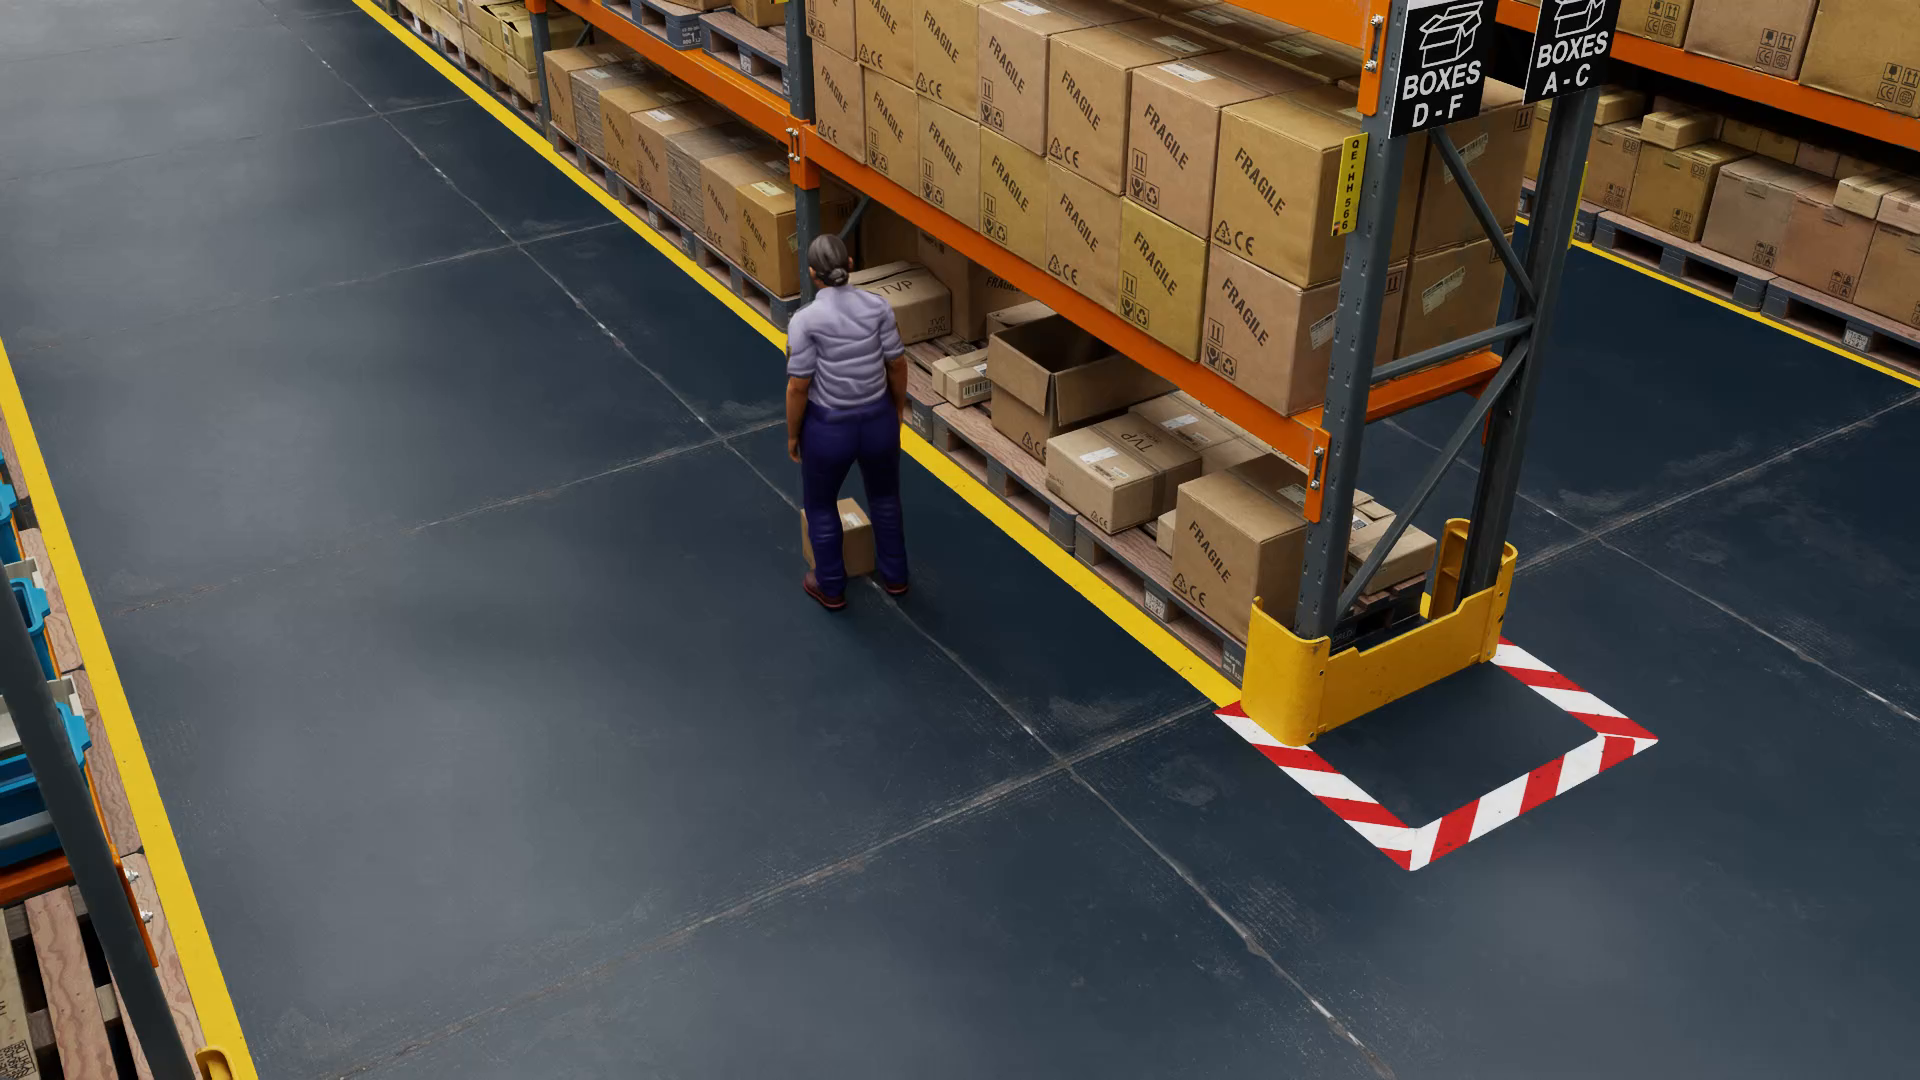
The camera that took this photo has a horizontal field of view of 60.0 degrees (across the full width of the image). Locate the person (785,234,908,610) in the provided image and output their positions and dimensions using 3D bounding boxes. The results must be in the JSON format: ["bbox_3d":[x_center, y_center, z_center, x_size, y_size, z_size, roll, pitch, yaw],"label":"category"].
[{"bbox_3d":[-0.456,-0.465,6.869,0.551,1.650,0.372,-13,35,-19],"label":"person"}]
